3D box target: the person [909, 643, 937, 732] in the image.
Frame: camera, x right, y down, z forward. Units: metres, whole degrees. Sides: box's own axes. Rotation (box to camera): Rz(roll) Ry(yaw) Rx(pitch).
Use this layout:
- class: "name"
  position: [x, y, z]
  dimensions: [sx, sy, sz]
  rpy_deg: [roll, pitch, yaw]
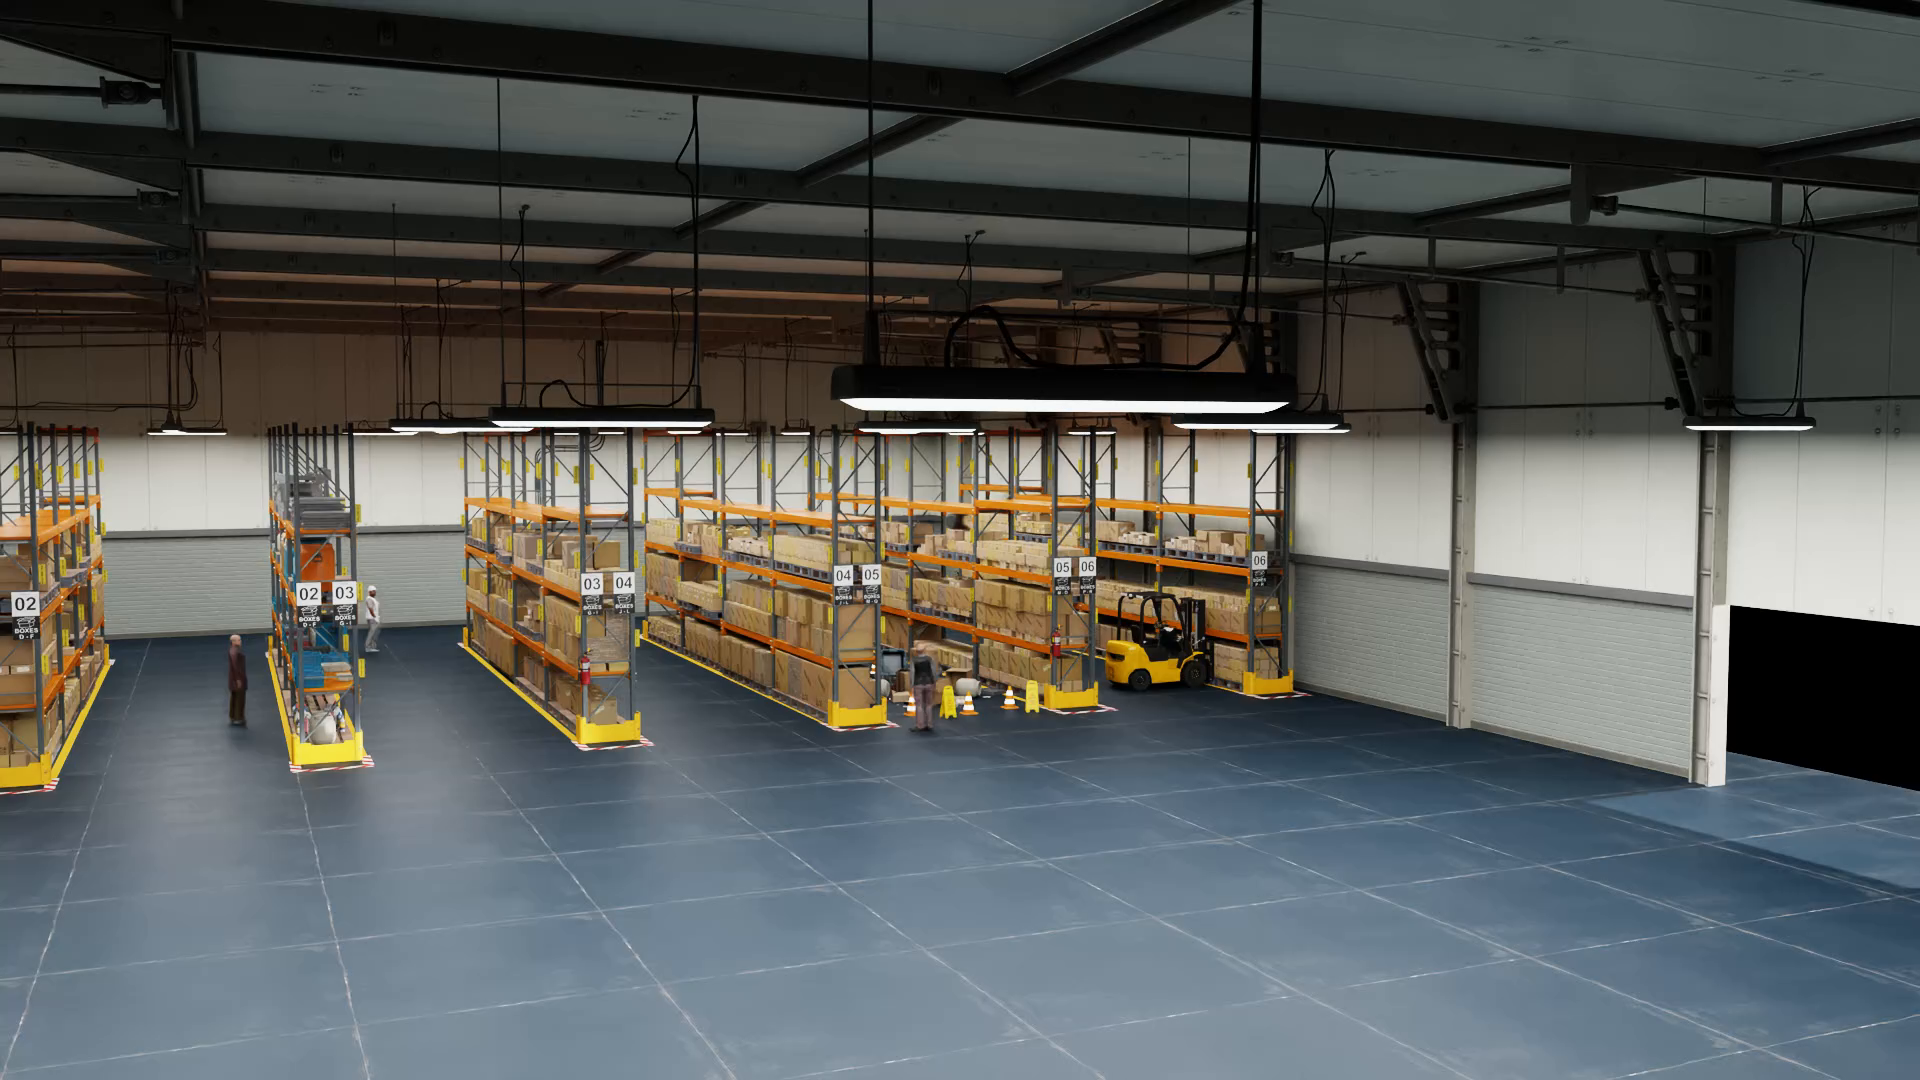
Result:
- class: "person"
  position: [-0.722, 2.887, 32.494]
  dimensions: [0.559, 1.746, 0.387]
  rpy_deg: [-1, 4, -12]

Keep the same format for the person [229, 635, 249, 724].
- class: "person"
  position: [-14.487, 2.786, 33.395]
  dimensions: [0.418, 1.792, 0.611]
  rpy_deg: [-3, 4, -39]

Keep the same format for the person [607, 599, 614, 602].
- class: "person"
  position: [-10.129, 1.975, 47.607]
  dimensions: [0.473, 1.661, 0.609]
  rpy_deg: [0, 4, -7]

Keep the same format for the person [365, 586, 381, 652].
- class: "person"
  position: [-15.665, 2.134, 44.432]
  dimensions: [0.486, 1.842, 0.600]
  rpy_deg: [-3, 4, -36]
